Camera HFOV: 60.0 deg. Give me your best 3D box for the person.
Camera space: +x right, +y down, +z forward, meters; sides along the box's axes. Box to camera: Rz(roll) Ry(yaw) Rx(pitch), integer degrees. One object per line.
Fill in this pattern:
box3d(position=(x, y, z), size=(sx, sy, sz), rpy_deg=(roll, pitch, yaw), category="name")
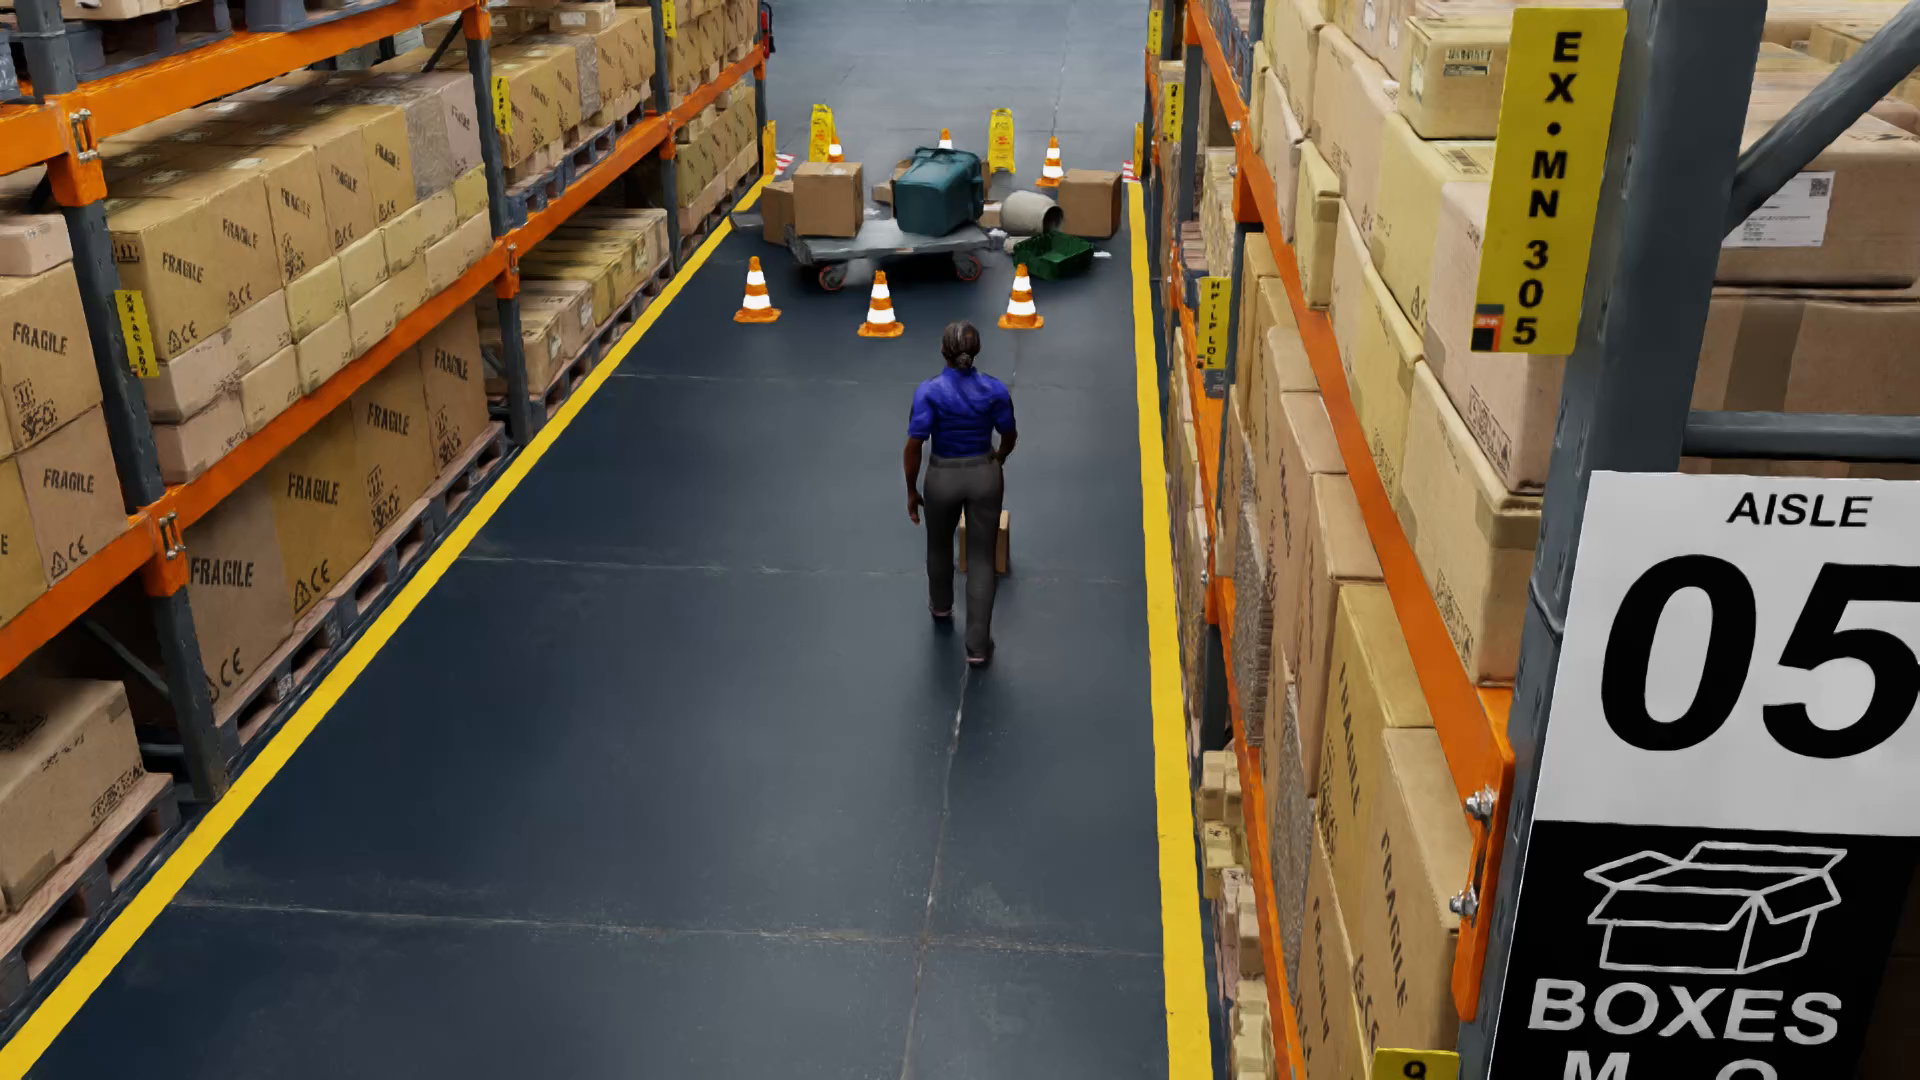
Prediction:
box3d(position=(0.001, -0.292, 7.775), size=(0.518, 1.644, 0.758), rpy_deg=(-1, 25, -1), category="person")
